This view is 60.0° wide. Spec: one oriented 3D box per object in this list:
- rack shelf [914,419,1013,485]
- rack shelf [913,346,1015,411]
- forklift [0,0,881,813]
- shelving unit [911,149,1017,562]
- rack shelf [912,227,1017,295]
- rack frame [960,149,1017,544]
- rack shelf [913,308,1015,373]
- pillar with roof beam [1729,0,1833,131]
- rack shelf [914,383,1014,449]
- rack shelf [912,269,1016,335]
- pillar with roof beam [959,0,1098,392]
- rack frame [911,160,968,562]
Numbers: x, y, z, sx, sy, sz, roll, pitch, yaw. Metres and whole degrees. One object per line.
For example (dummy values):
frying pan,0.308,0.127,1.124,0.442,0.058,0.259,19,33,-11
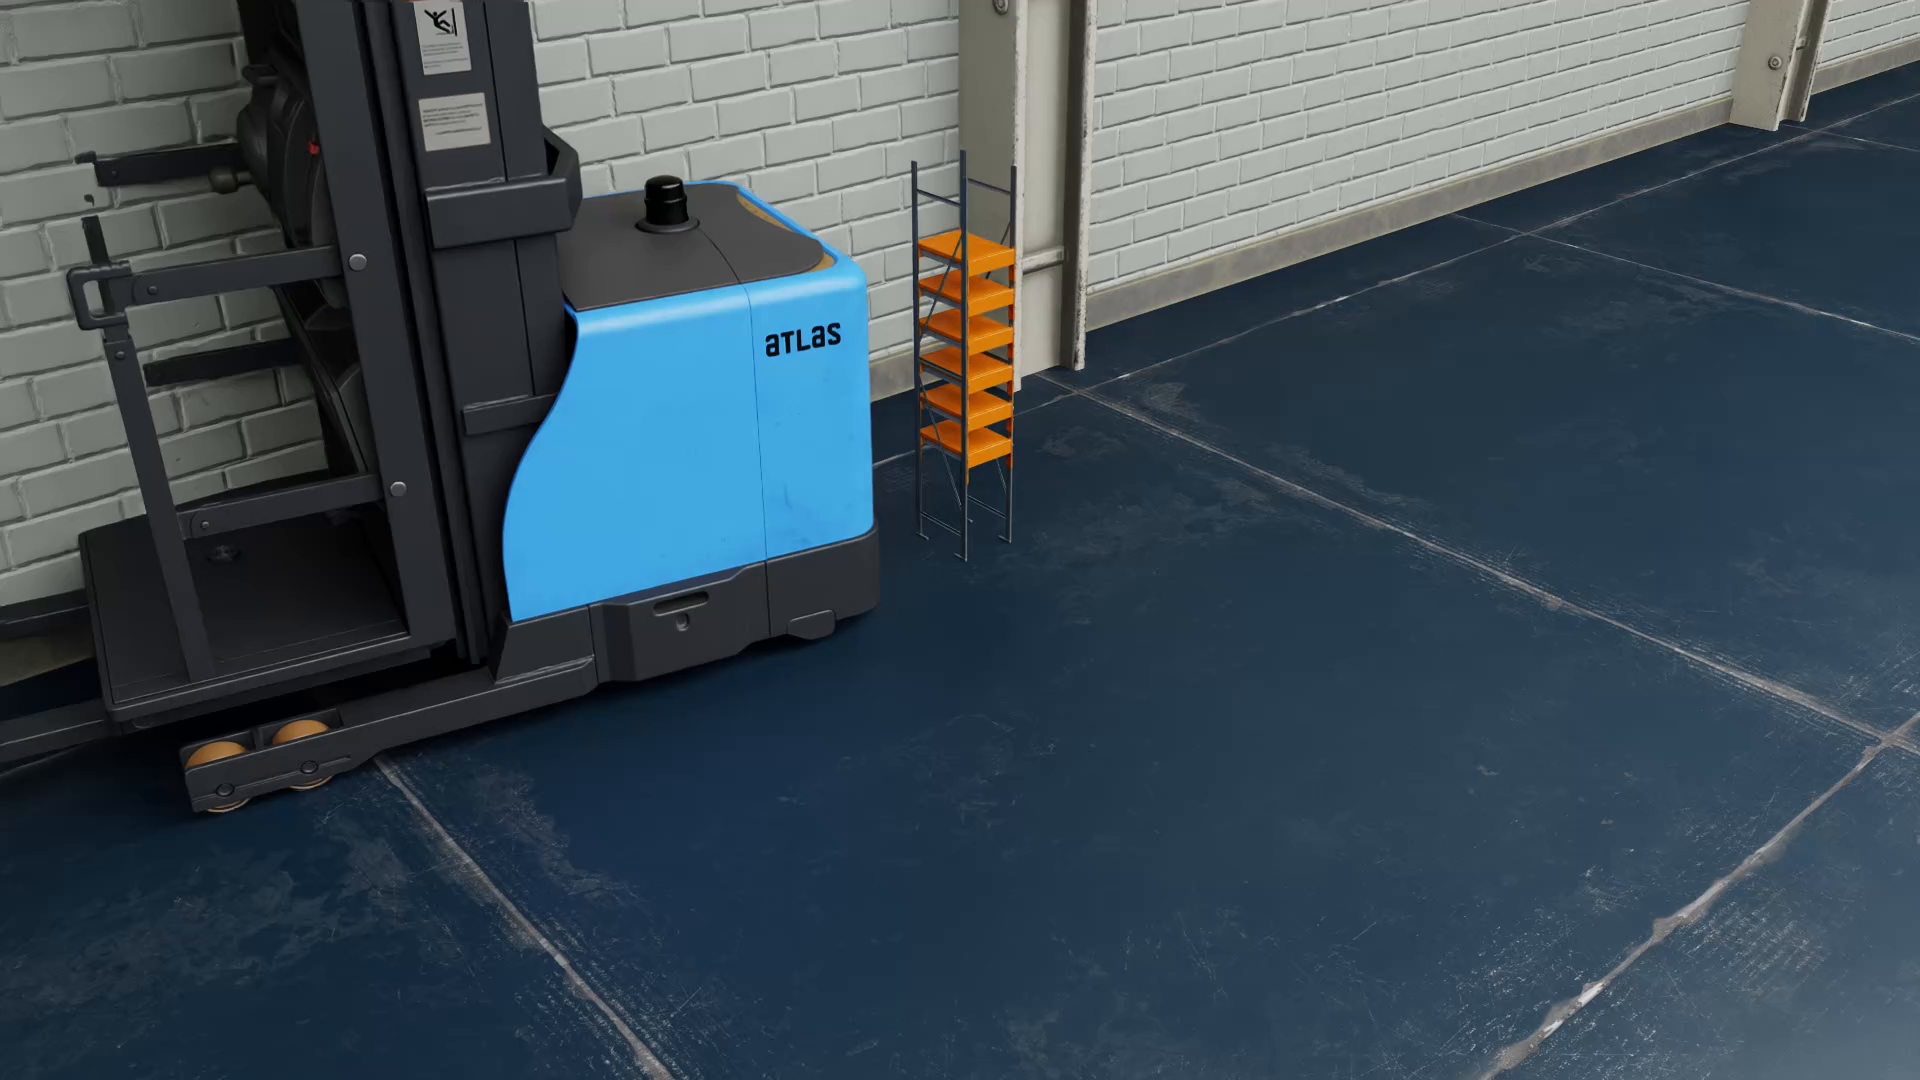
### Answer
rack shelf,0.011,-0.283,5.110,0.180,0.103,0.258,-22,35,-35
rack shelf,0.011,-0.494,4.996,0.180,0.103,0.258,-22,35,-35
forklift,-1.773,-0.920,3.862,3.031,2.935,1.130,-14,31,-25
shelving unit,0.011,-0.534,4.975,0.189,1.200,0.258,-22,35,-35
rack shelf,0.011,-0.812,4.827,0.180,0.103,0.258,-22,35,-35
rack frame,0.081,-0.562,5.028,0.006,1.200,0.240,-22,35,-35
rack shelf,0.011,-0.600,4.940,0.180,0.103,0.258,-22,35,-35
pillar with roof beam,7.600,-4.932,4.931,0.400,9.000,9.100,-22,35,-35
rack shelf,0.011,-0.389,5.053,0.180,0.103,0.258,-22,35,-35
rack shelf,0.011,-0.706,4.883,0.180,0.103,0.258,-22,35,-35
pillar with roof beam,3.036,-3.097,1.497,0.400,9.000,9.100,-22,35,-35
rack frame,-0.059,-0.506,4.923,0.006,1.200,0.240,-22,35,-35
